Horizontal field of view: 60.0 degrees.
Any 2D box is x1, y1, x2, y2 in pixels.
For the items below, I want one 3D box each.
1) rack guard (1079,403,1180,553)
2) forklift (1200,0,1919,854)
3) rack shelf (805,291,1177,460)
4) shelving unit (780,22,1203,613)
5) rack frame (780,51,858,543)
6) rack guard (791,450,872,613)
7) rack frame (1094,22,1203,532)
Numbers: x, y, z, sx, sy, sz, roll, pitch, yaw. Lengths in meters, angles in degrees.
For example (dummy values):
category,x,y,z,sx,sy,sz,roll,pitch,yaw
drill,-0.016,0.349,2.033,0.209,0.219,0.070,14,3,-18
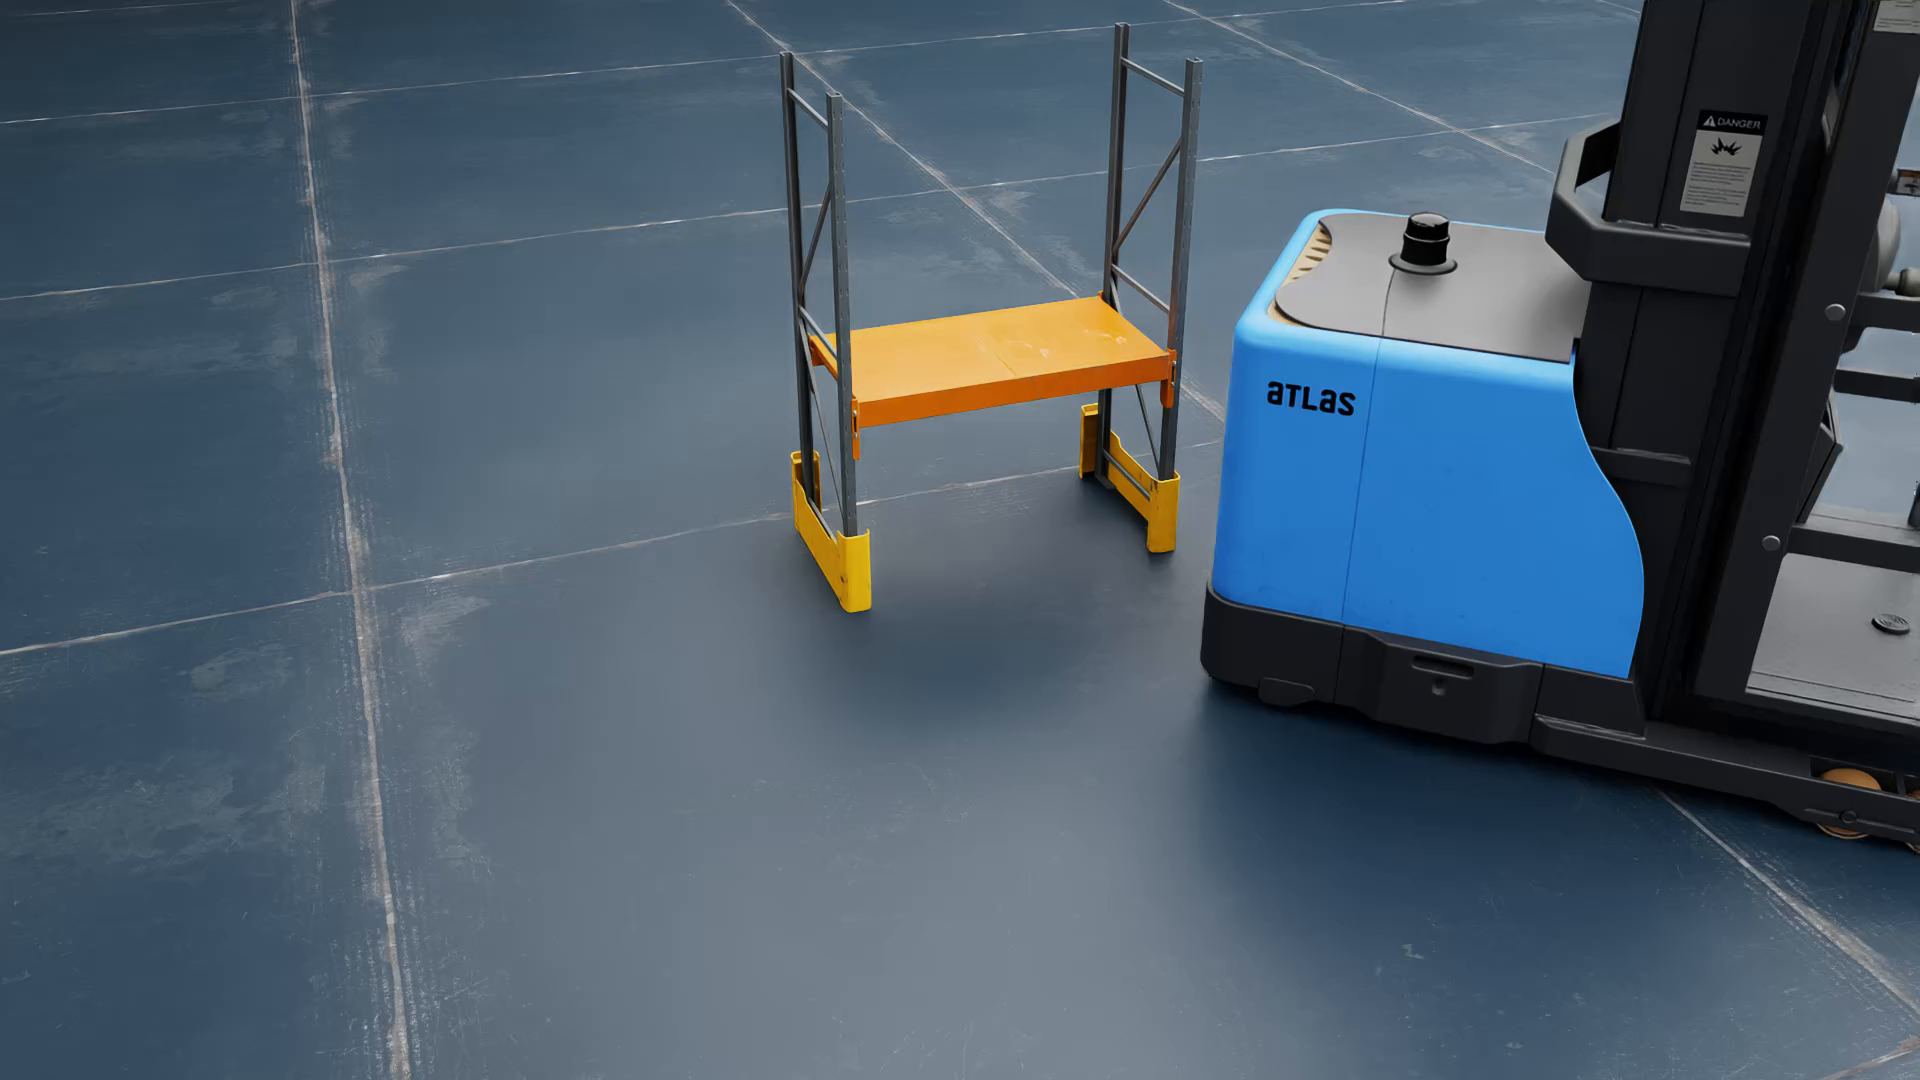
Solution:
category,x,y,z,sx,sy,sz,roll,pitch,yaw
rack guard,0.538,-0.208,5.362,0.087,0.250,0.587,-10,31,-18
forklift,2.225,-0.820,3.729,3.031,2.935,1.130,11,31,18
rack shelf,0.080,-0.510,4.994,1.000,0.185,0.538,-10,31,-18
shelving unit,0.071,-0.665,4.902,1.083,1.500,0.587,-10,31,-18
rack frame,-0.396,-0.579,4.751,0.032,1.500,0.500,-10,31,-18
rack guard,-0.395,-0.036,5.060,0.087,0.250,0.587,-10,31,-18
rack frame,0.556,-0.754,5.059,0.032,1.500,0.500,-10,31,-18
